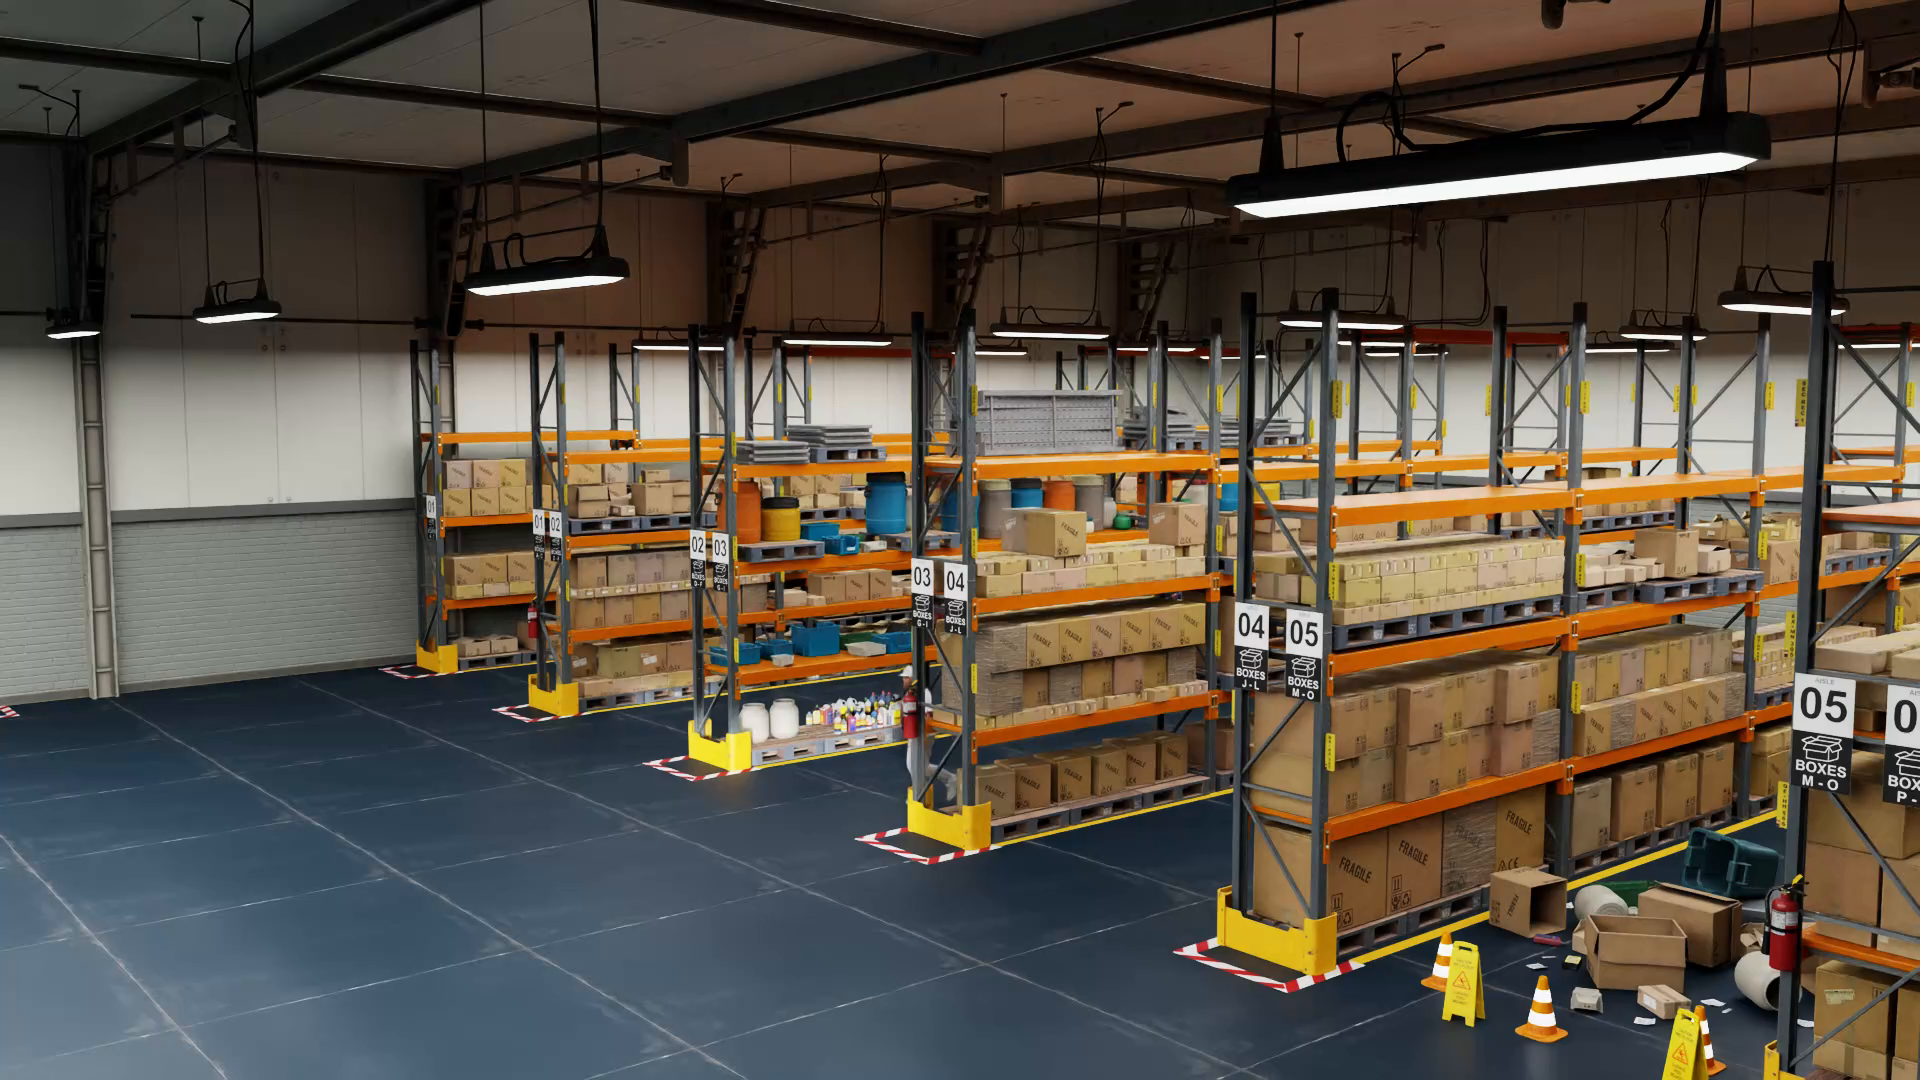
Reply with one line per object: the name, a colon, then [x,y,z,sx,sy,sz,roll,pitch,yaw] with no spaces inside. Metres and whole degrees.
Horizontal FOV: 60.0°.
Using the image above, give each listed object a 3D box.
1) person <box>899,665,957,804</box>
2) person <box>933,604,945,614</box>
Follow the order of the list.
person: [-0.391,2.401,20.601,0.719,1.732,0.632,-2,6,-20]
person: [-0.527,1.183,33.445,1.102,1.718,0.696,-4,7,-38]
